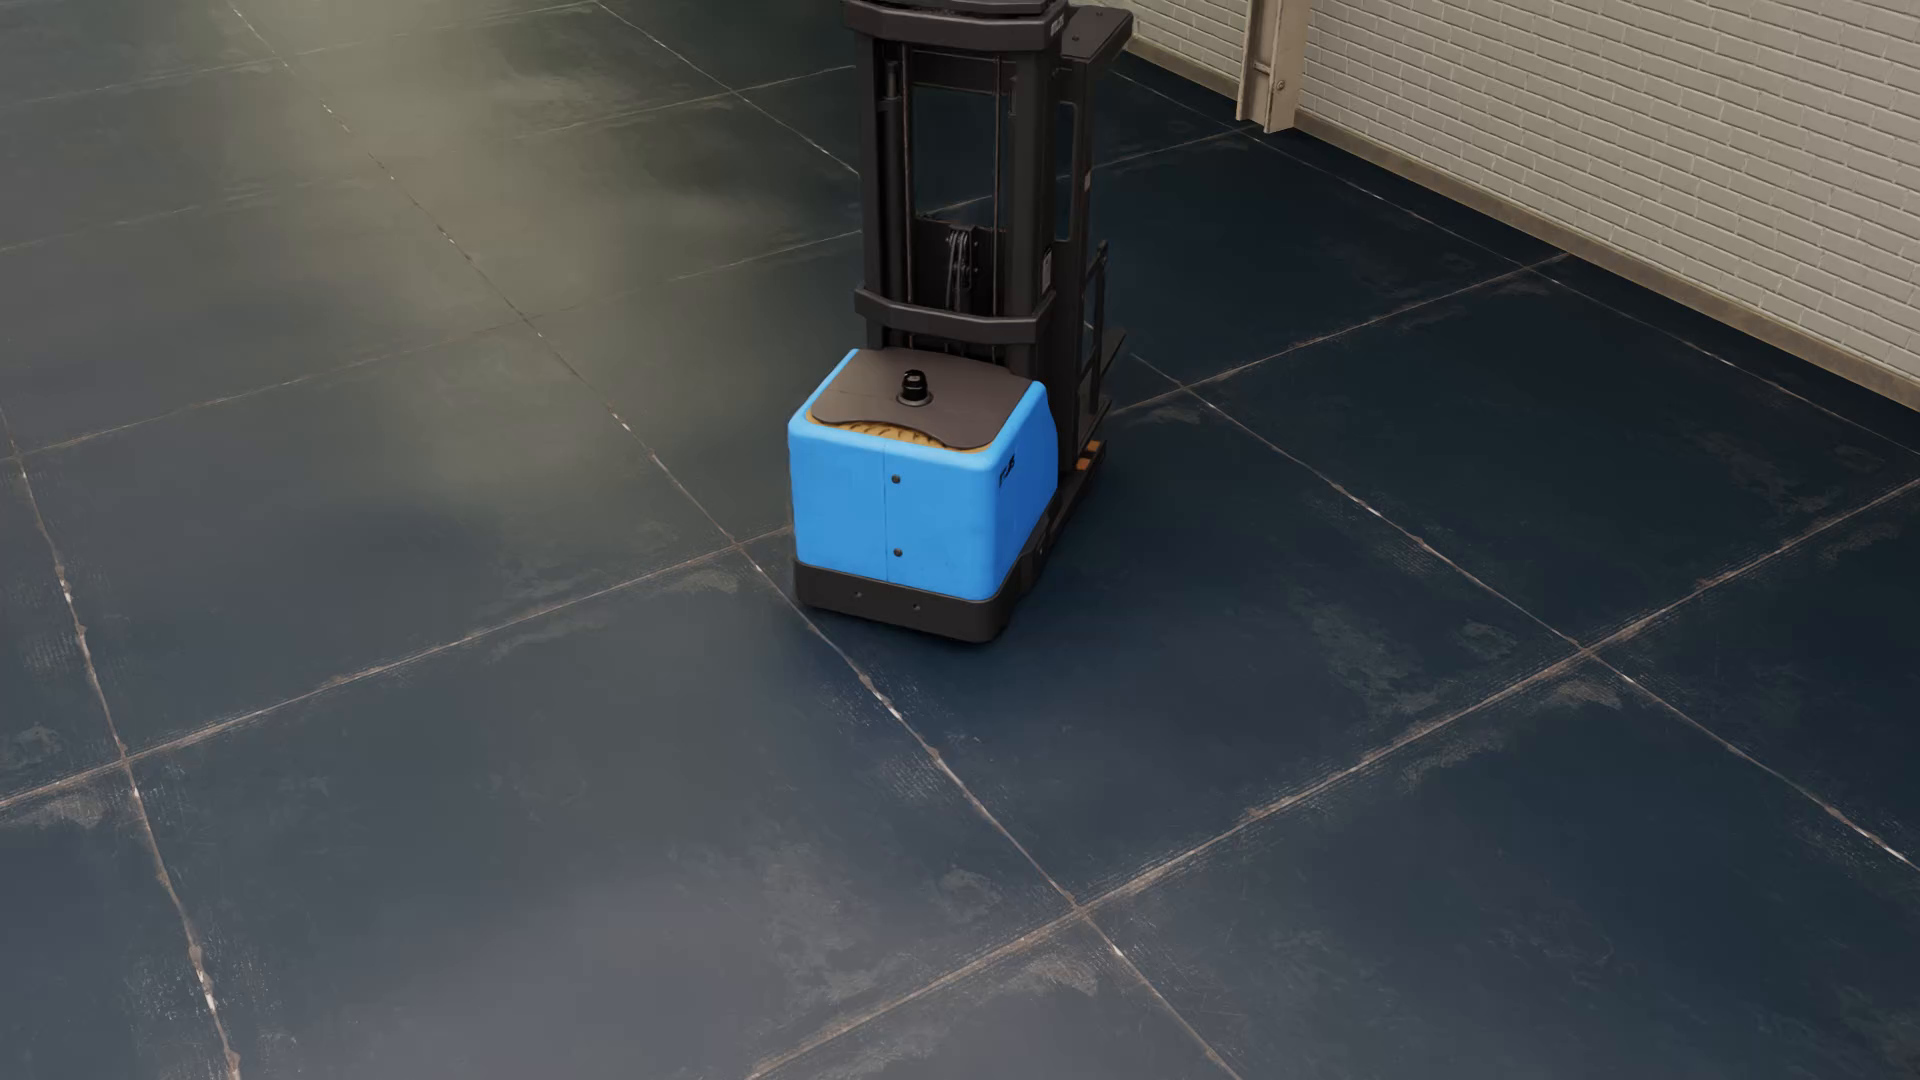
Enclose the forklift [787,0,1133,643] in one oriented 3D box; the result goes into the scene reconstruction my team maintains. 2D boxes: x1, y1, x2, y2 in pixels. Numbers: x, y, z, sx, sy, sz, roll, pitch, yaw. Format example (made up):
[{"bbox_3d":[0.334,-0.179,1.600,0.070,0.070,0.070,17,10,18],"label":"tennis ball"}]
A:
[{"bbox_3d":[0.173,-1.557,8.364,1.130,2.935,3.031,12,37,16],"label":"forklift"}]
